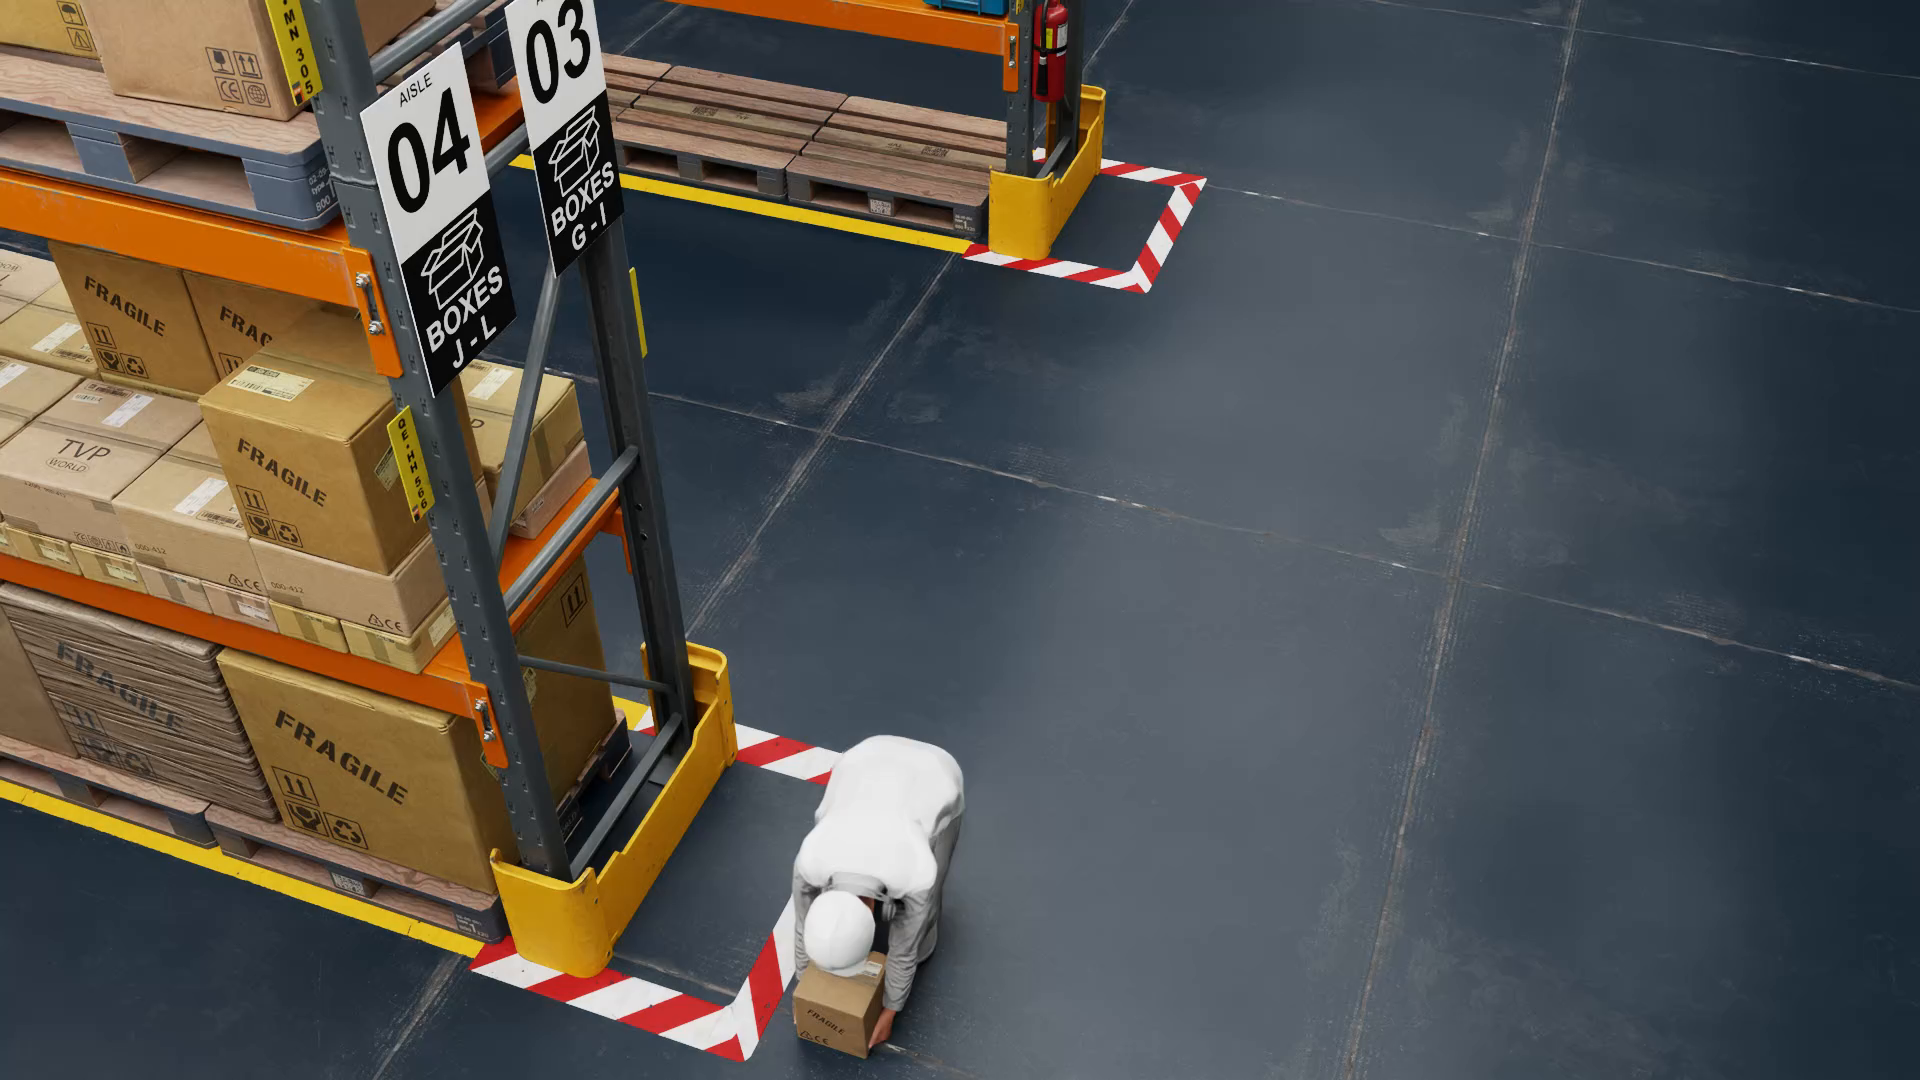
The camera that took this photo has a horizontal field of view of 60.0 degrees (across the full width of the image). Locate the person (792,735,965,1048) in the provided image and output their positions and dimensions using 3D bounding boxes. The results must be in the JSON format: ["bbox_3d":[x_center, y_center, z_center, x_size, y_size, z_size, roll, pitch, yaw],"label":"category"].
[{"bbox_3d":[-0.288,1.166,5.581,0.504,0.791,0.988,13,43,14],"label":"person"}]
